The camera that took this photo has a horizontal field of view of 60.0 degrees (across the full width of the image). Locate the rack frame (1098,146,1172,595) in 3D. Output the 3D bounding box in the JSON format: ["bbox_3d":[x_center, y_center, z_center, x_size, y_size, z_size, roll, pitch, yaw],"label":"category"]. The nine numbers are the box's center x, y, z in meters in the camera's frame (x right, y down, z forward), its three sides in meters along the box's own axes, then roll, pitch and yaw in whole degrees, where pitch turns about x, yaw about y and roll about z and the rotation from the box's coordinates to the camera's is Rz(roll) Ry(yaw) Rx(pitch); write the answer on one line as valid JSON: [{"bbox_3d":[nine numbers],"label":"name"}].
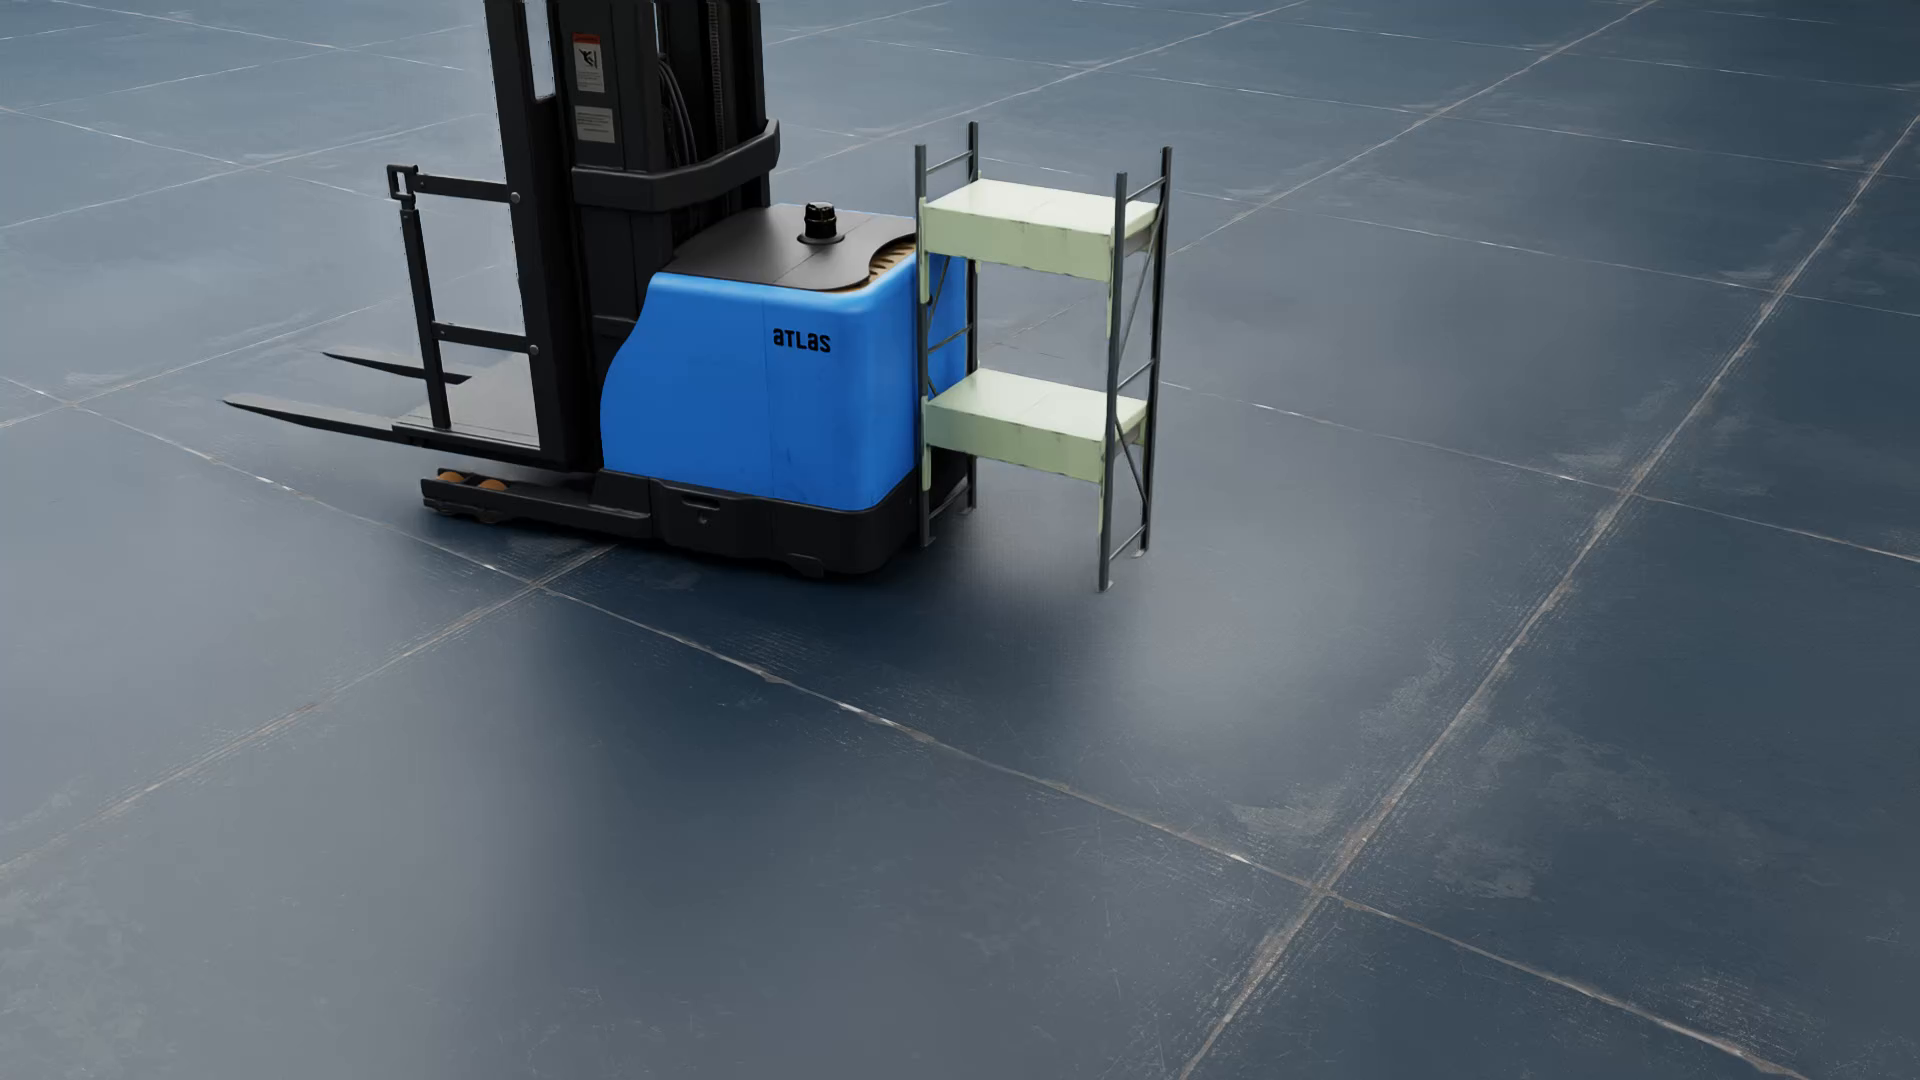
[{"bbox_3d":[0.596,-0.557,5.691,0.023,1.500,0.400,14,30,26],"label":"rack frame"}]

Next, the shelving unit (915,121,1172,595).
[{"bbox_3d":[0.277,-0.638,5.850,0.755,1.500,0.431,14,30,26],"label":"shelving unit"}]

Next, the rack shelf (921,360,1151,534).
[{"bbox_3d":[0.277,-0.347,5.998,0.720,0.370,0.431,14,30,26],"label":"rack shelf"}]

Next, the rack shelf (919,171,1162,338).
[{"bbox_3d":[0.277,-0.986,5.673,0.720,0.370,0.431,14,30,26],"label":"rack shelf"}]

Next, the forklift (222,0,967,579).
[{"bbox_3d":[-1.534,-1.579,6.121,3.031,2.935,1.130,10,29,19],"label":"forklift"}]

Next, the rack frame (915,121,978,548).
[{"bbox_3d":[-0.043,-0.719,6.009,0.023,1.500,0.400,14,30,26],"label":"rack frame"}]
